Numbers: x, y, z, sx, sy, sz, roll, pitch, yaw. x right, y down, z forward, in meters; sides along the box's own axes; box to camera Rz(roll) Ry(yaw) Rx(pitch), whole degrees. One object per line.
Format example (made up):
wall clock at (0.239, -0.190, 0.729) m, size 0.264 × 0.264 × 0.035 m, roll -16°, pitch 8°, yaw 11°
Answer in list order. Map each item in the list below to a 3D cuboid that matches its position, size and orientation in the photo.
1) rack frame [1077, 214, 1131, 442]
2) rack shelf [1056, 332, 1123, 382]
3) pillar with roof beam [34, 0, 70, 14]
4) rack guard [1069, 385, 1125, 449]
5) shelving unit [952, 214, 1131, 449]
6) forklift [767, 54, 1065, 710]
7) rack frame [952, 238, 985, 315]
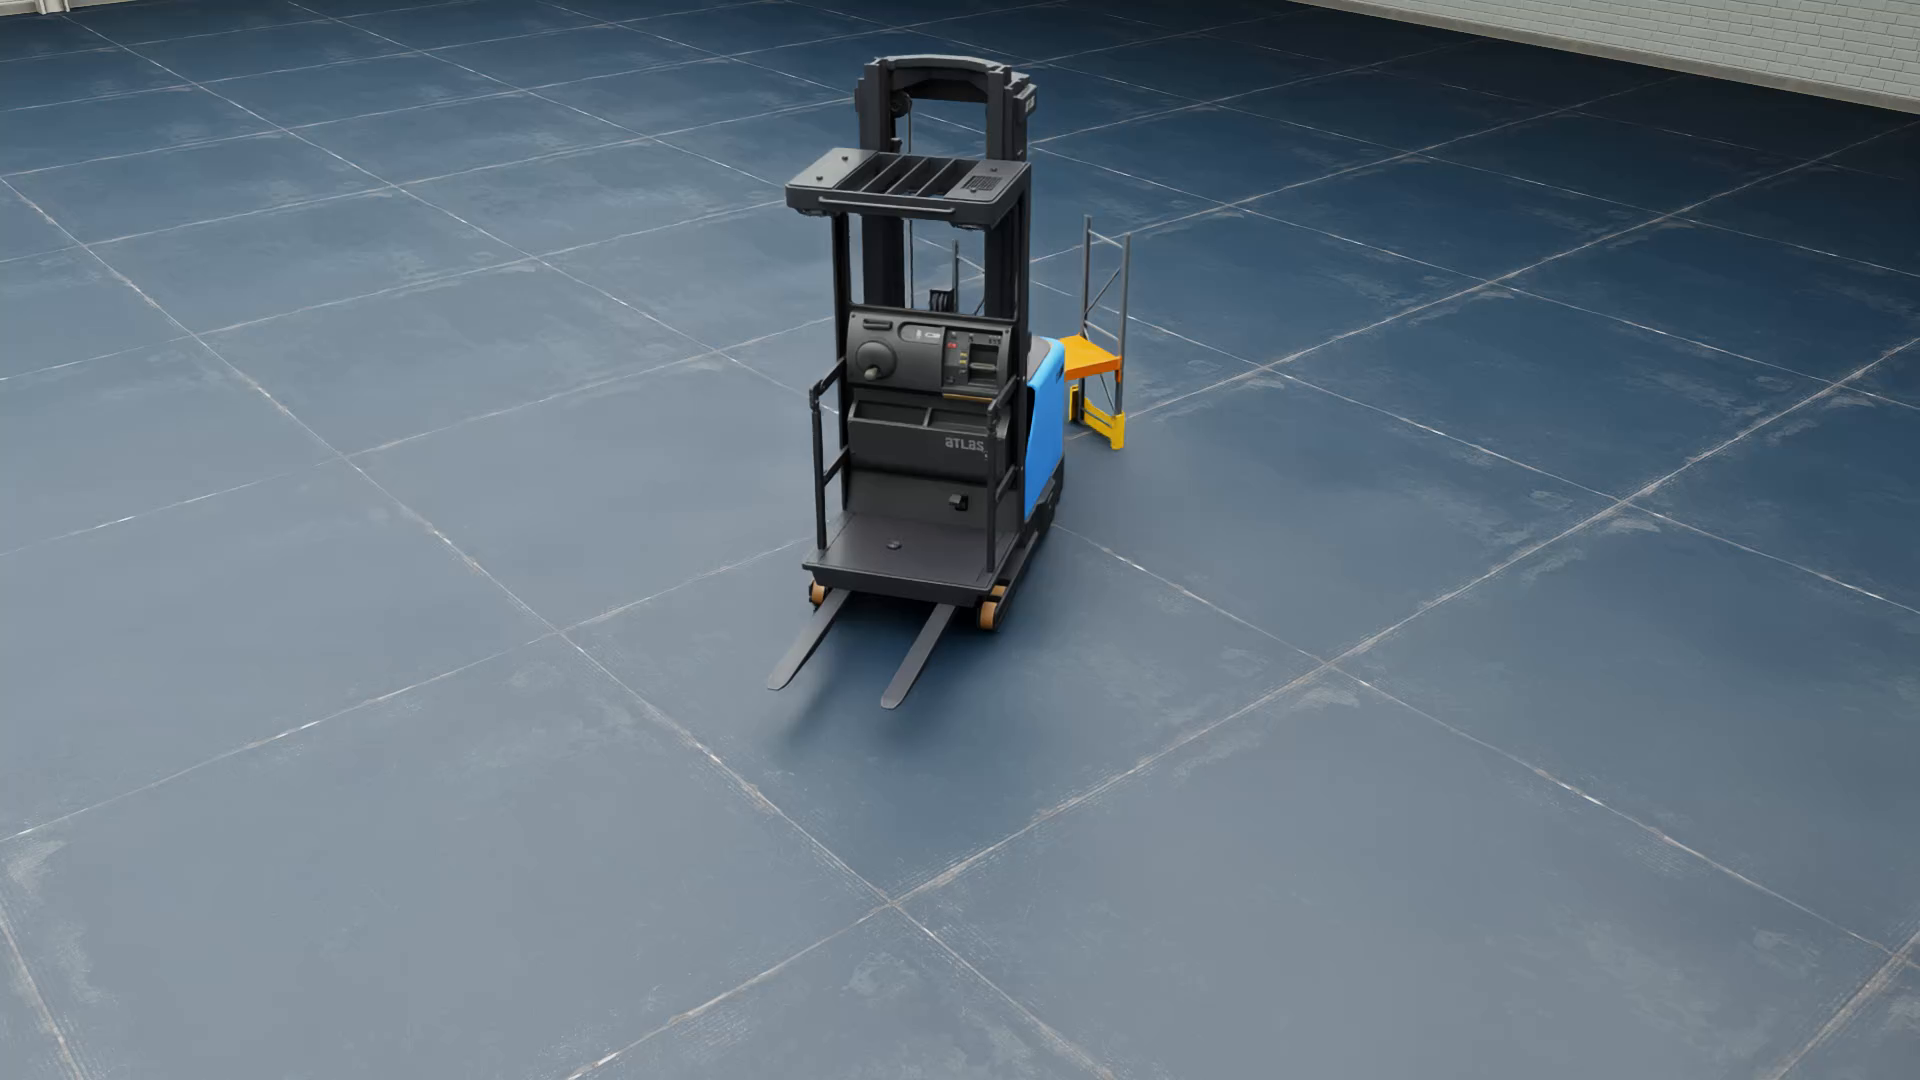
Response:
rack frame at (0.969, -1.417, 11.310) m, size 0.032 × 1.500 × 0.500 m, roll -15°, pitch 32°, yaw -26°
rack shelf at (0.528, -1.139, 11.172) m, size 1.000 × 0.185 × 0.538 m, roll -15°, pitch 32°, yaw -26°
pillar with roof beam at (-11.003, -10.473, 20.300) m, size 0.400 × 9.000 × 9.100 m, roll -22°, pitch 35°, yaw -35°
rack guard at (0.952, -0.861, 11.596) m, size 0.087 × 0.250 × 0.587 m, roll -15°, pitch 32°, yaw -26°
shelving unit at (0.520, -1.296, 11.083) m, size 1.083 × 1.500 × 0.587 m, roll -15°, pitch 32°, yaw -26°
forklift at (-0.232, -0.990, 8.993) m, size 1.130 × 2.935 × 3.031 m, roll 8°, pitch 29°, yaw 14°
rack frame at (0.087, -1.179, 10.865) m, size 0.032 × 1.500 × 0.500 m, roll -15°, pitch 32°, yaw -26°
